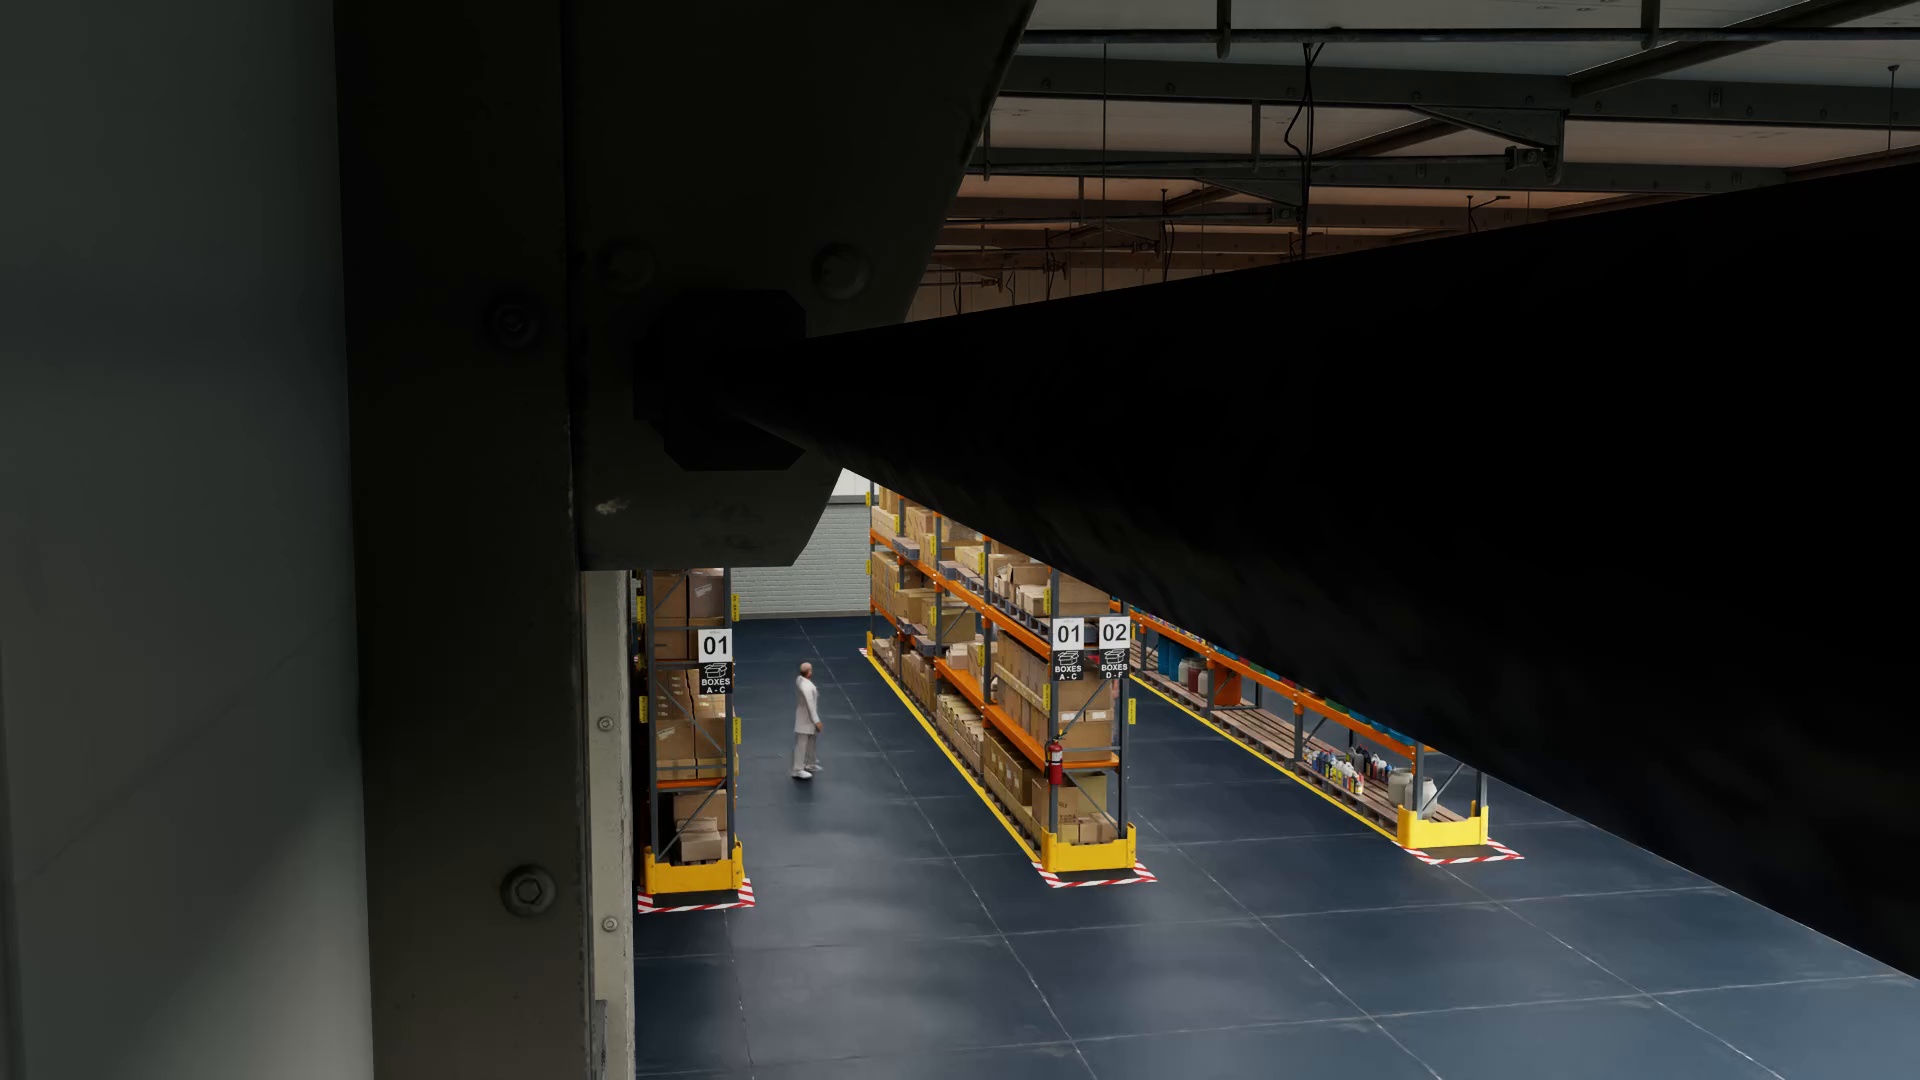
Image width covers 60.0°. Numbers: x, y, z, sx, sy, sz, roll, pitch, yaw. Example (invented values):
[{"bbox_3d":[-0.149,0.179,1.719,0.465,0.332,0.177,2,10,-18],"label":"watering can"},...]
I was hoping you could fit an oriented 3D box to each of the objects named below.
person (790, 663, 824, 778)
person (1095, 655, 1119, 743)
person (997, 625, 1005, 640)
[{"bbox_3d":[-2.369,2.783,25.770,0.526,1.828,0.706,0,6,-4],"label":"person"},{"bbox_3d":[2.417,2.529,28.209,0.405,1.730,0.590,-5,8,-37],"label":"person"},{"bbox_3d":[1.020,1.913,34.470,0.492,1.640,0.975,-2,6,-15],"label":"person"}]
